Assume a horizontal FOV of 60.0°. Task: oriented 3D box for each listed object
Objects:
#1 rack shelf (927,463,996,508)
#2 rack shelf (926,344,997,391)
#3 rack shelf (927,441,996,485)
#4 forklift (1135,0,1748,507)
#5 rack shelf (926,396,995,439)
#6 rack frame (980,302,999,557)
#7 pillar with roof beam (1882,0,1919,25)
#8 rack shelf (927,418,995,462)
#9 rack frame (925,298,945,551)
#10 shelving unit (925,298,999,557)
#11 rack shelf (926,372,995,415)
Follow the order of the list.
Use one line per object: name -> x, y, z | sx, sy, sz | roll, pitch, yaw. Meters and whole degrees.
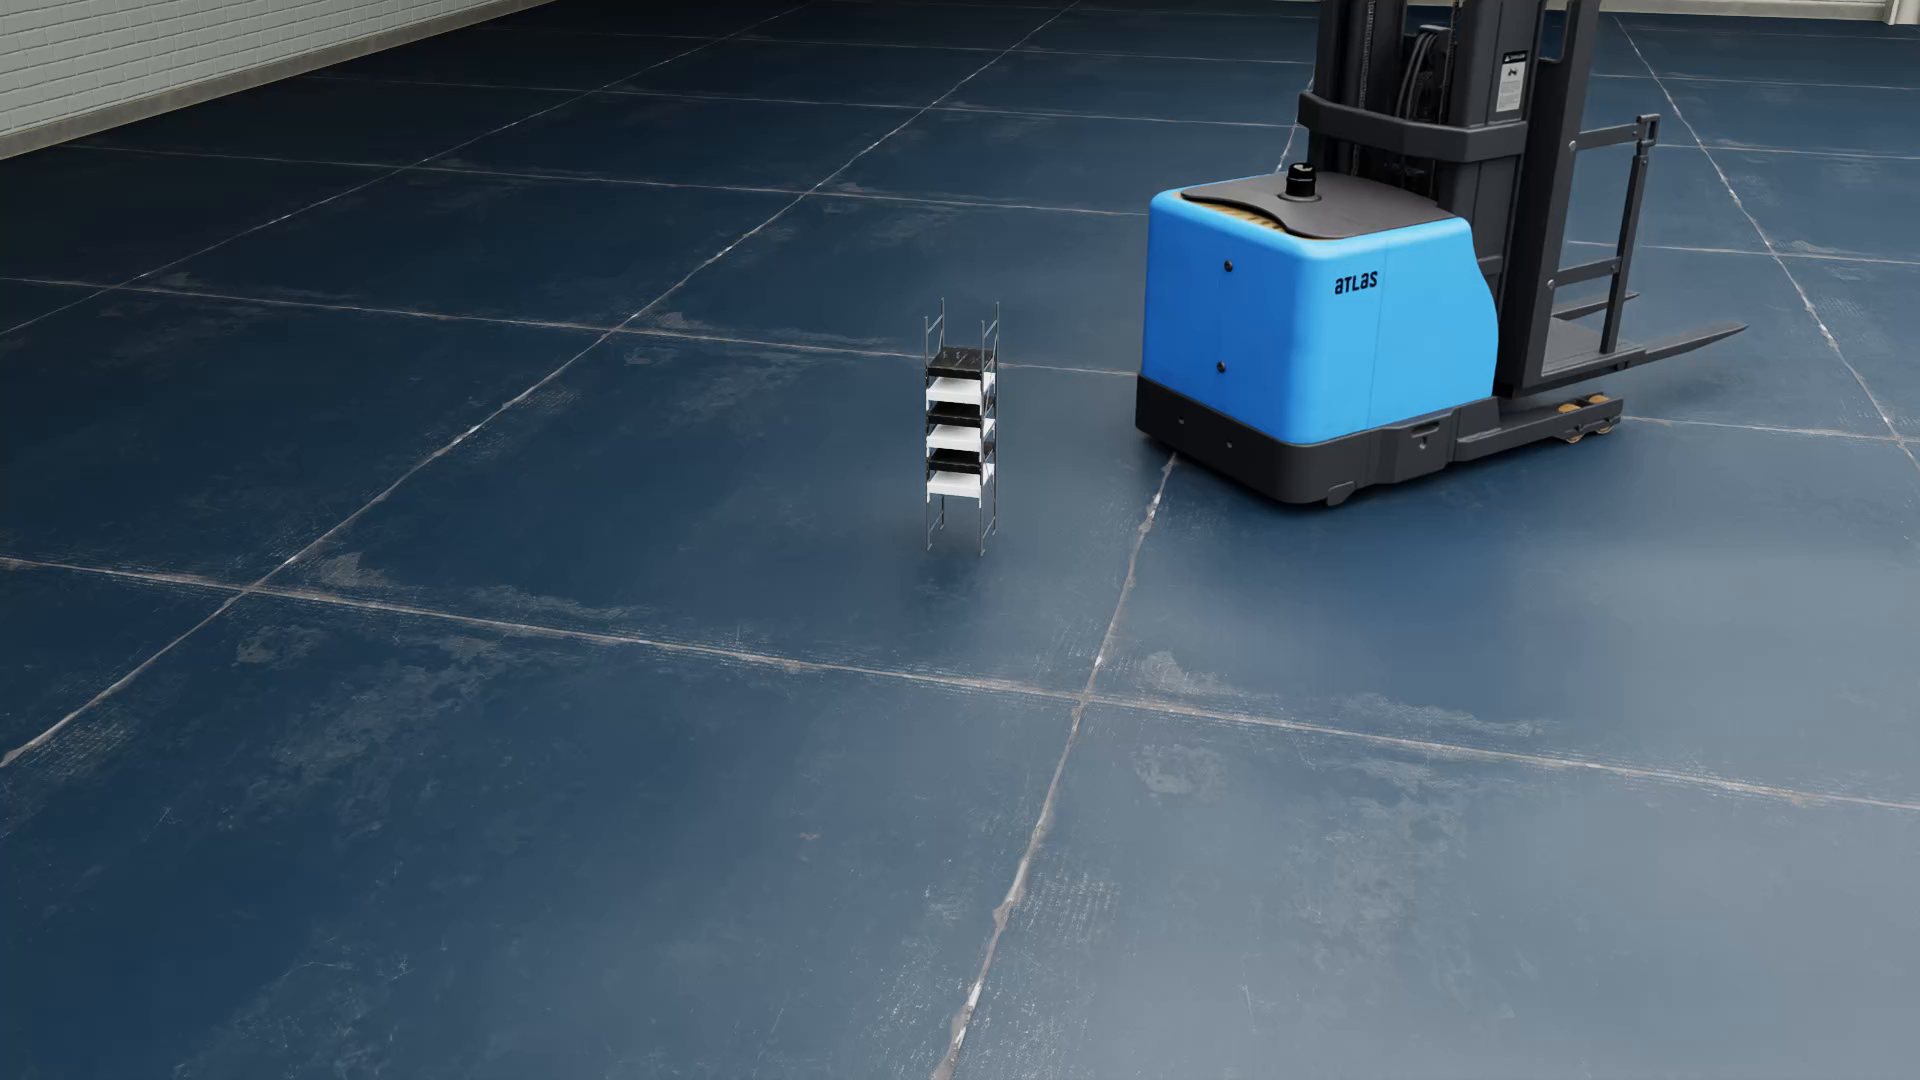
rack shelf -> 0.008, -0.213, 6.146 | 0.200, 0.077, 0.258 | 6, 26, 13
rack shelf -> 0.008, -0.619, 5.953 | 0.200, 0.077, 0.258 | 6, 26, 13
rack shelf -> 0.008, -0.294, 6.108 | 0.200, 0.077, 0.258 | 6, 26, 13
forklift -> 2.271, -1.915, 6.863 | 3.031, 2.935, 1.130 | -15, 29, -29
rack shelf -> 0.008, -0.457, 6.030 | 0.200, 0.077, 0.258 | 6, 26, 13
rack frame -> 0.106, -0.395, 6.032 | 0.006, 0.900, 0.240 | 6, 26, 13
pillar with roof beam -> 9.159, -7.868, 12.307 | 0.400, 9.000, 9.100 | 6, 26, 13
rack shelf -> 0.008, -0.375, 6.069 | 0.200, 0.077, 0.258 | 6, 26, 13
rack frame -> -0.091, -0.416, 6.078 | 0.006, 0.900, 0.240 | 6, 26, 13
shelving unit -> 0.008, -0.405, 6.055 | 0.210, 0.900, 0.258 | 6, 26, 13
rack shelf -> 0.008, -0.538, 5.992 | 0.200, 0.077, 0.258 | 6, 26, 13
